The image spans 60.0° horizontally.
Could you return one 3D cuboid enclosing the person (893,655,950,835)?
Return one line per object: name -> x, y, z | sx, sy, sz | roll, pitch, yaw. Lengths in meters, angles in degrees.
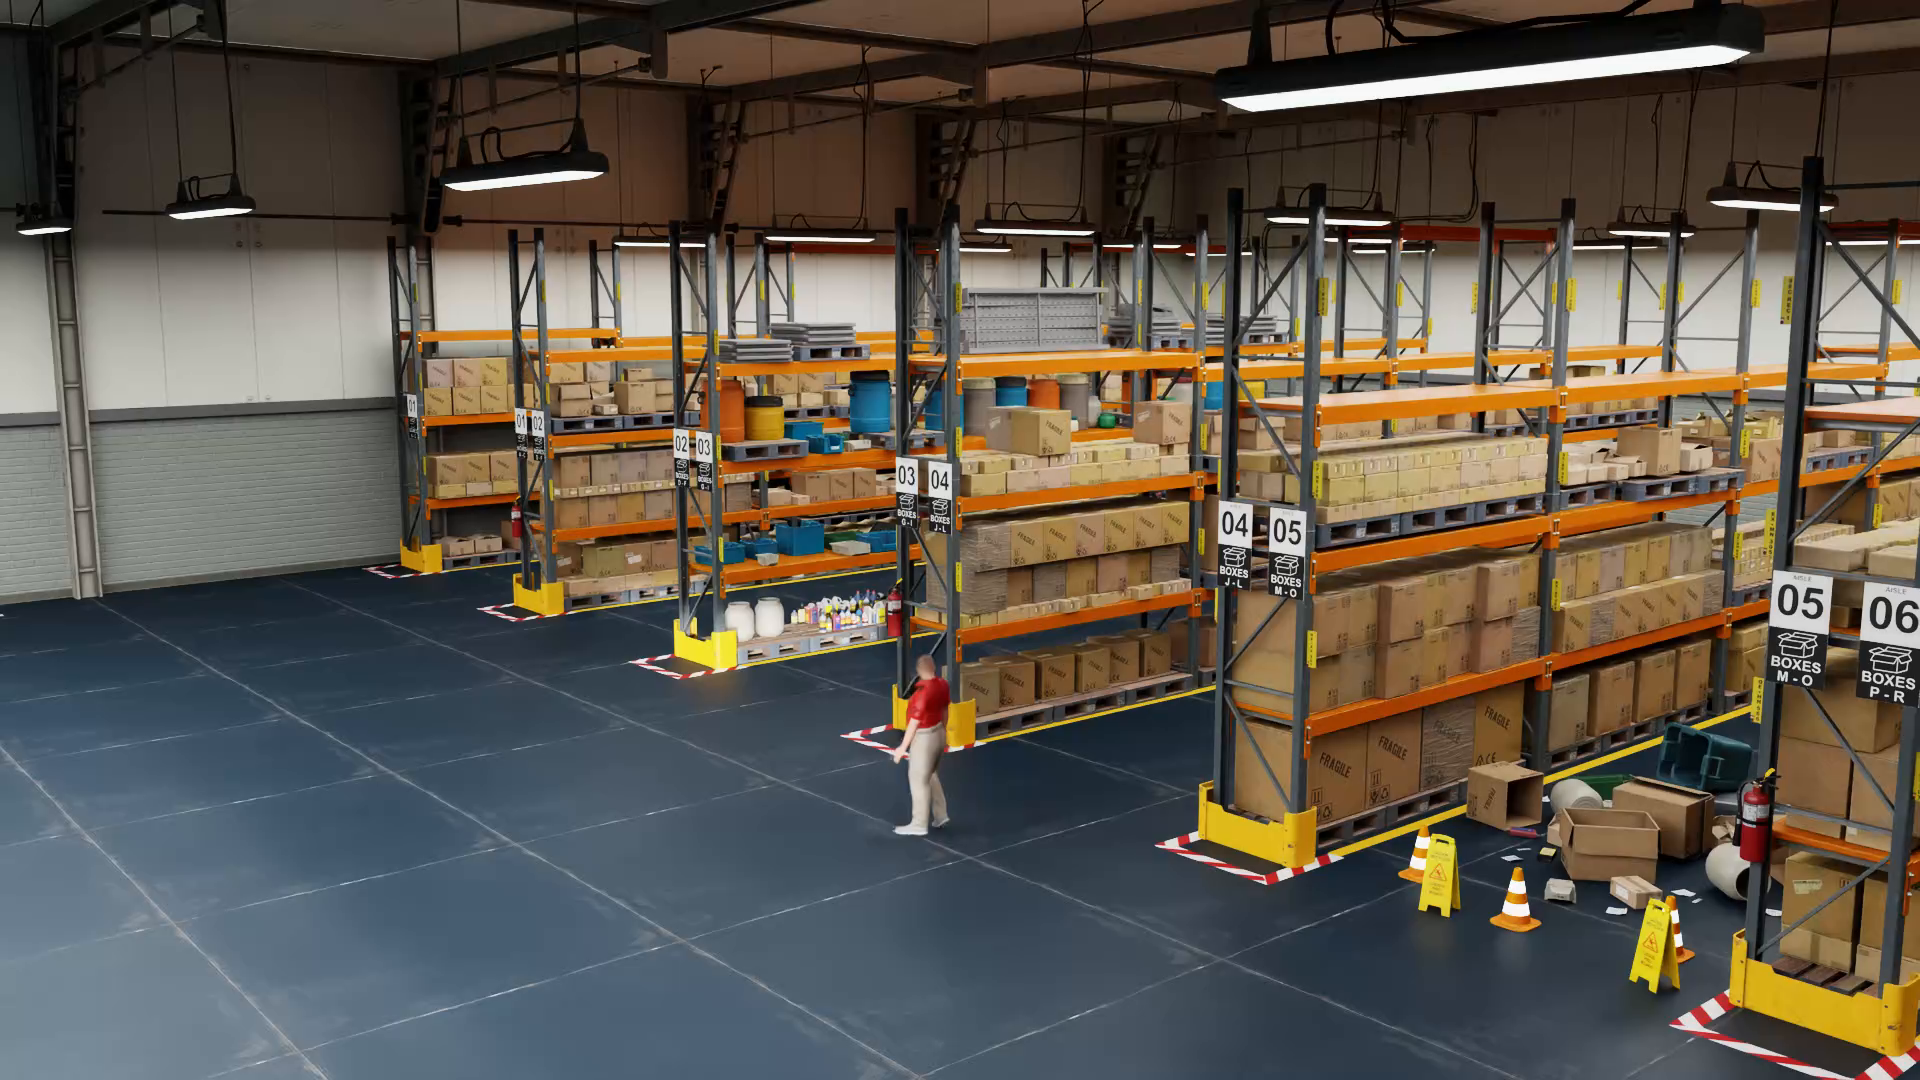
person -> -0.361, 1.946, 15.705 | 0.455, 1.790, 0.640 | 3, 9, 20
